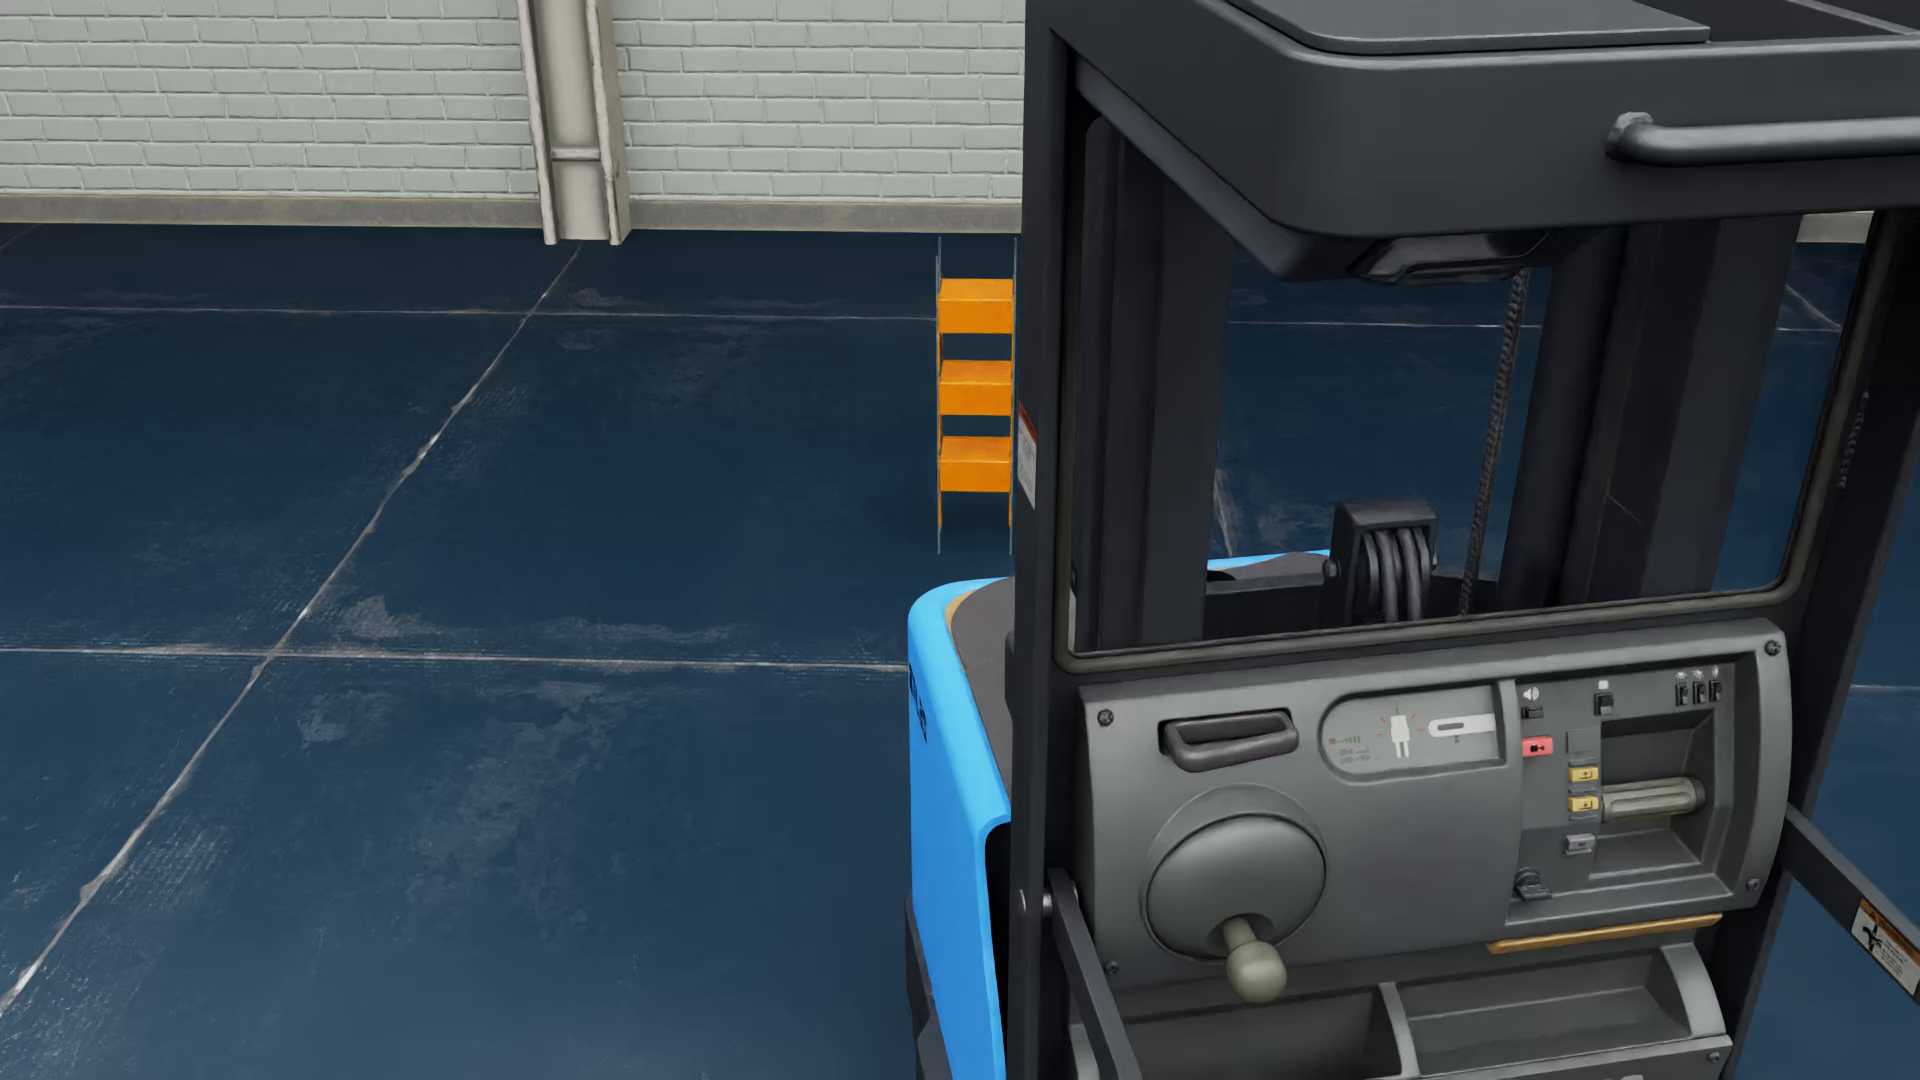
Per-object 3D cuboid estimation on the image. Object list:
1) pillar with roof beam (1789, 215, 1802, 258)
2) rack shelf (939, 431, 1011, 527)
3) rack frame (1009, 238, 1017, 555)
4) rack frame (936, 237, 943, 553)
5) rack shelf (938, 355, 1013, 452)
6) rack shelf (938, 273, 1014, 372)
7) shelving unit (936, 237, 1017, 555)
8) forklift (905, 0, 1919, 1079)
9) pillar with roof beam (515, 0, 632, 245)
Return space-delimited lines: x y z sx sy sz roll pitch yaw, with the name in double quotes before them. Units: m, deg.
"pillar with roof beam" 3.887 -3.469 2.687 0.400 9.000 9.100 1 28 2
"rack shelf" 0.053 -0.208 5.638 0.240 0.259 0.215 1 28 2
"rack frame" 0.175 -0.461 5.499 0.008 1.050 0.200 1 28 2
"rack frame" -0.068 -0.465 5.506 0.008 1.050 0.200 1 28 2
"rack shelf" 0.053 -0.454 5.507 0.240 0.259 0.215 1 28 2
"rack shelf" 0.053 -0.704 5.374 0.240 0.259 0.215 1 28 2
"shelving unit" 0.053 -0.463 5.502 0.252 1.050 0.215 1 28 2
"forklift" 0.652 0.378 1.908 1.130 2.935 3.031 -5 28 -9
"pillar with roof beam" -2.110 -3.569 2.874 0.400 9.000 9.100 1 28 2
